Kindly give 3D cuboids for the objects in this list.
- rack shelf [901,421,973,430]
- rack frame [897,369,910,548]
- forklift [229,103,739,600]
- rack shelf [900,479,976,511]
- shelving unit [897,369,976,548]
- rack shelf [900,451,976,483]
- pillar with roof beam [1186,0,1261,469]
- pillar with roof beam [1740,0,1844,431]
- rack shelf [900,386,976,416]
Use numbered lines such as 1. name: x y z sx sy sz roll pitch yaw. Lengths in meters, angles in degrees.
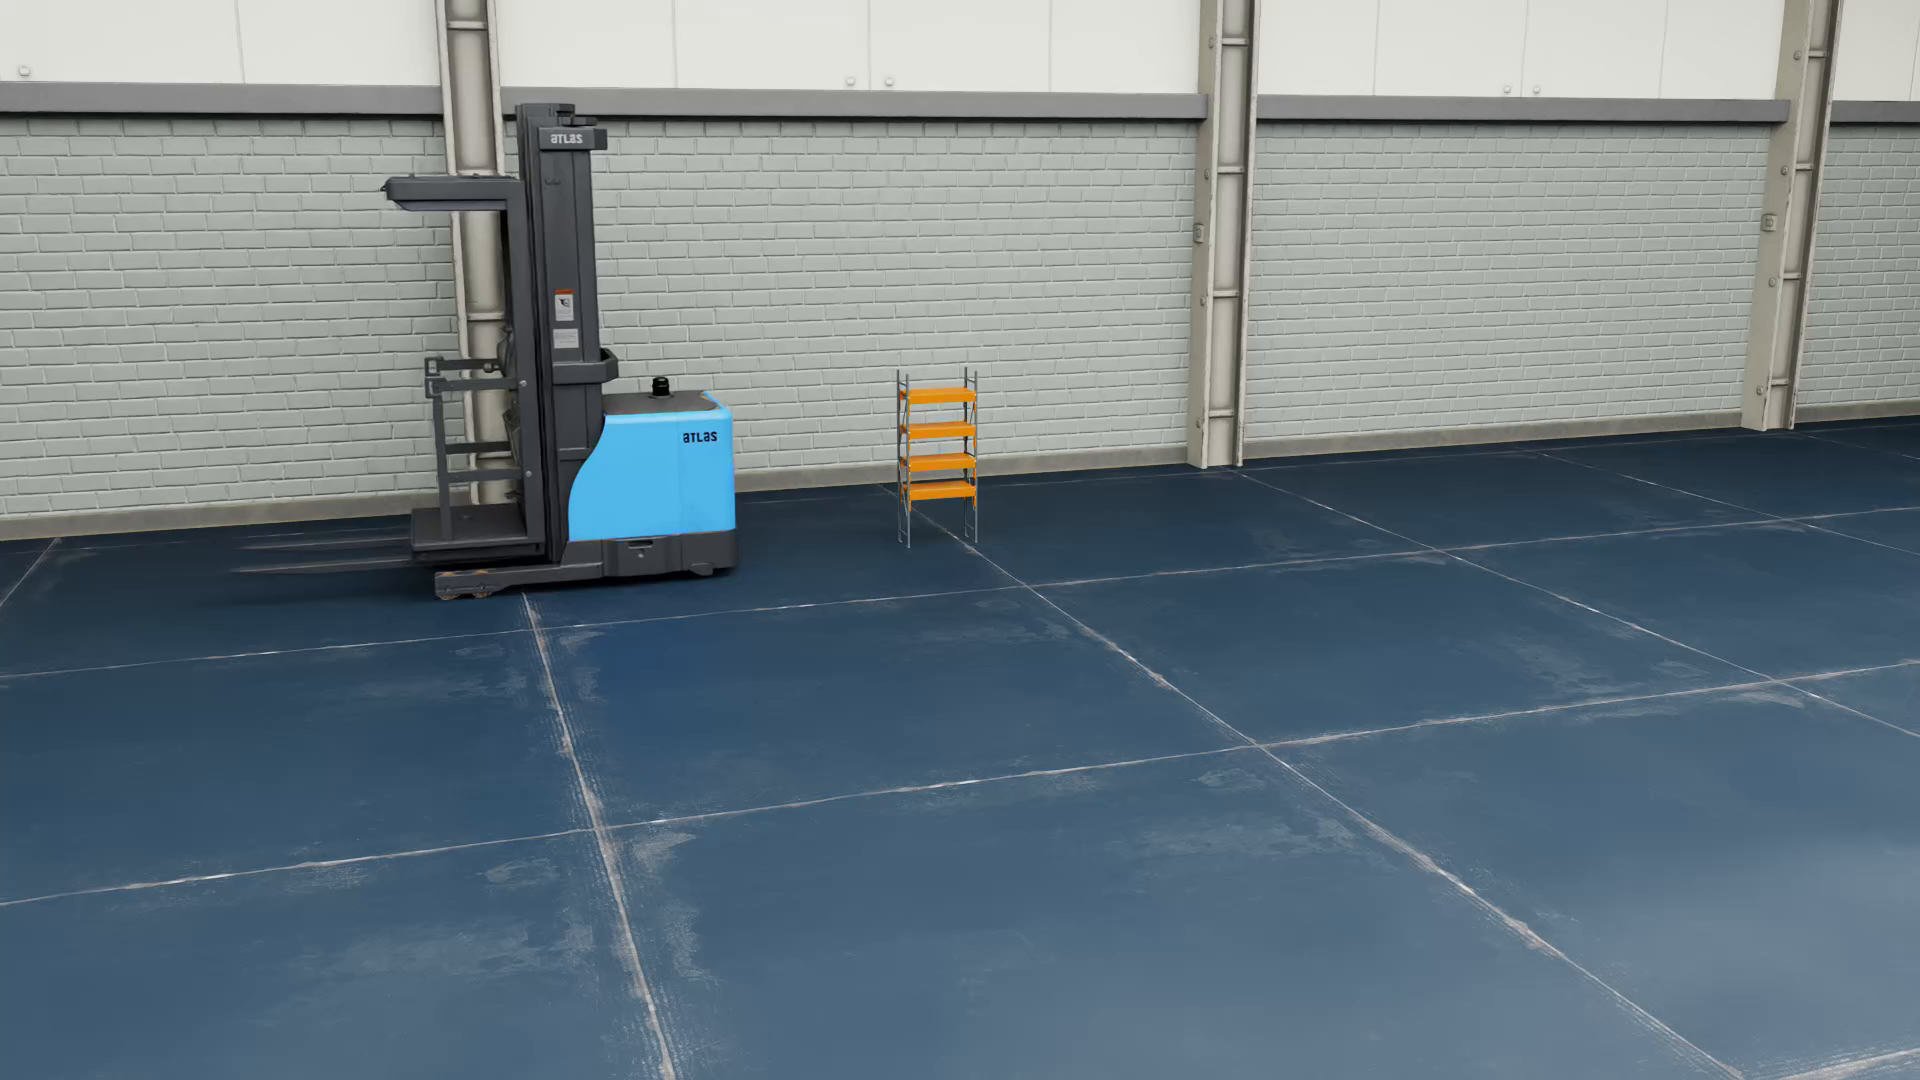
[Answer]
1. rack shelf: -0.157 -0.776 11.404 0.457 0.021 0.221 -4 14 -18
2. rack frame: -0.388 -0.553 11.377 0.015 1.200 0.240 -4 14 -18
3. forklift: -2.997 -1.197 10.342 3.031 2.935 1.130 -4 14 -17
4. rack shelf: -0.157 -0.313 11.514 0.480 0.148 0.258 -4 14 -18
5. shelving unit: -0.162 -0.571 11.451 0.492 1.200 0.258 -4 14 -18
6. rack shelf: -0.157 -0.506 11.468 0.480 0.148 0.258 -4 14 -18
7. pillar with roof beam: 3.574 -4.092 9.400 0.400 9.000 9.100 -4 14 -18
8. pillar with roof beam: 9.261 -4.535 11.262 0.400 9.000 9.100 -4 14 -18
9. rack shelf: -0.157 -0.954 11.362 0.480 0.148 0.258 -4 14 -18
